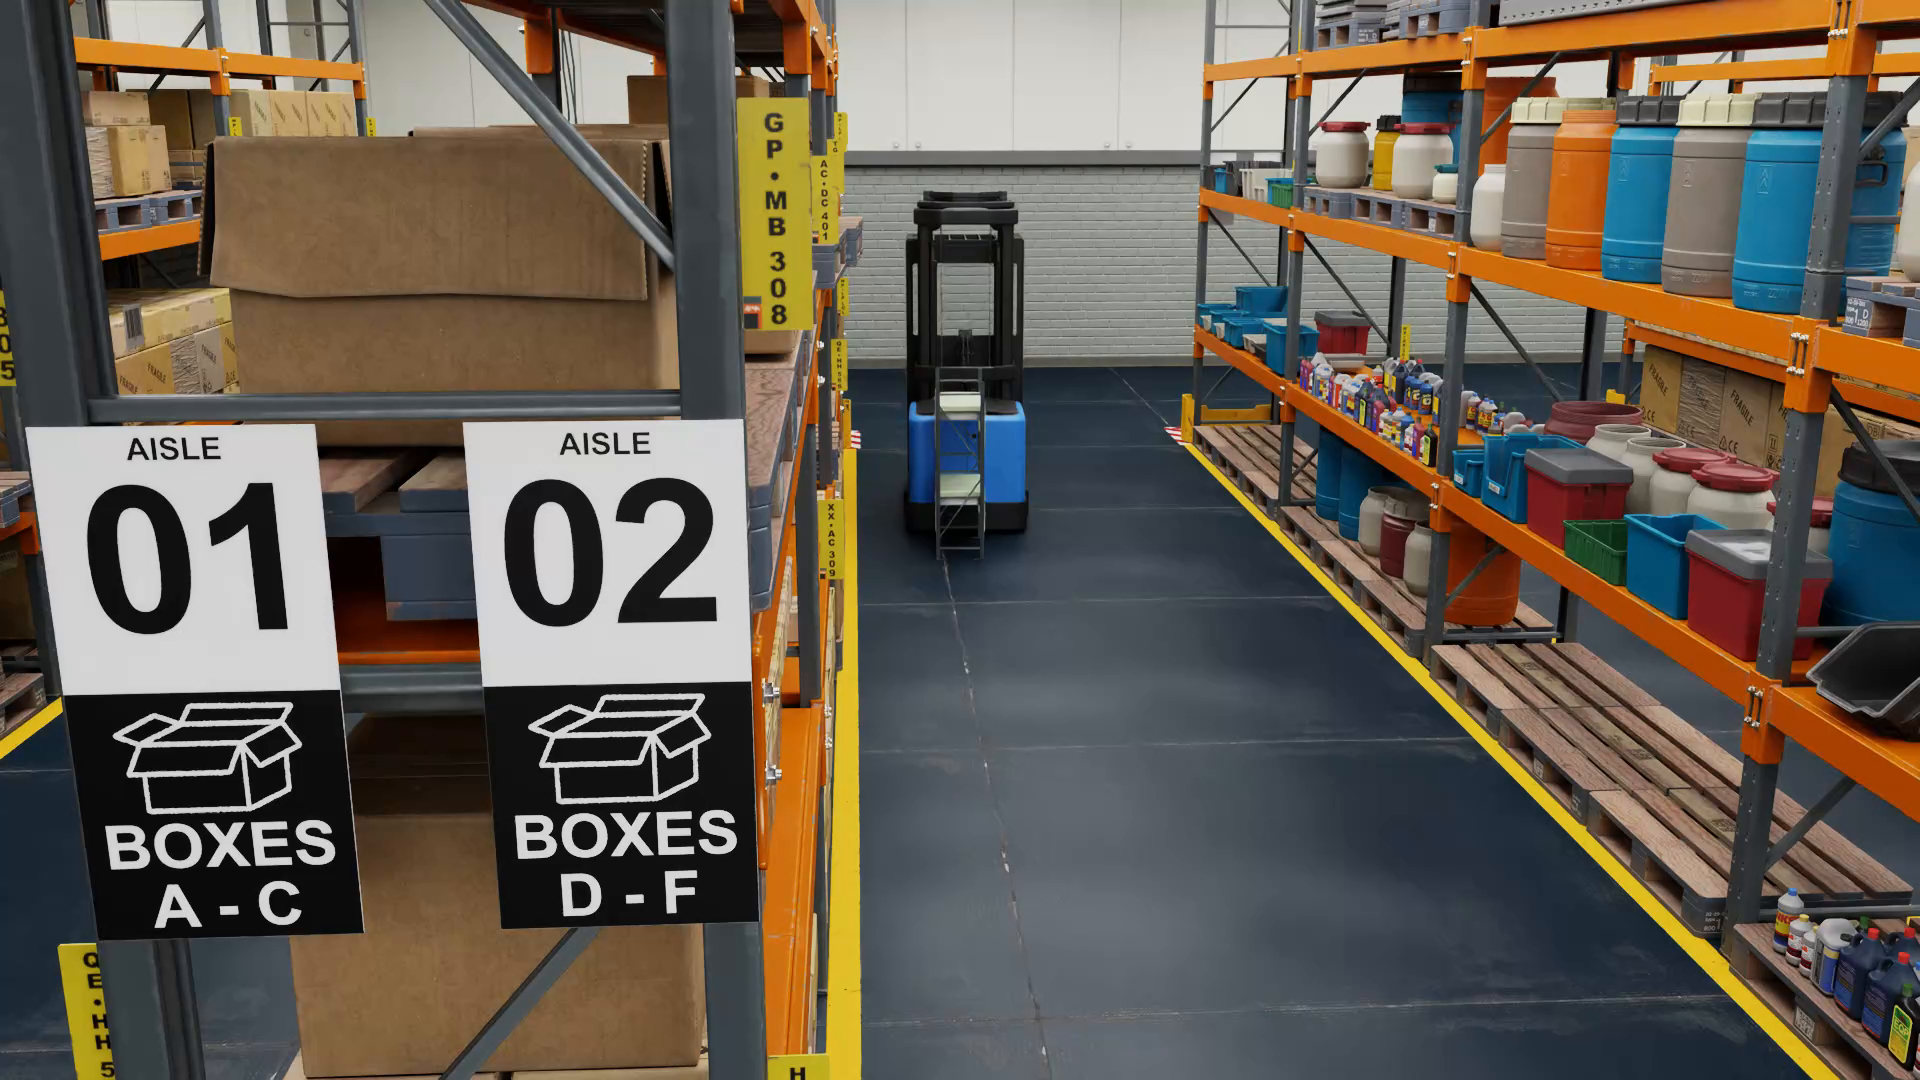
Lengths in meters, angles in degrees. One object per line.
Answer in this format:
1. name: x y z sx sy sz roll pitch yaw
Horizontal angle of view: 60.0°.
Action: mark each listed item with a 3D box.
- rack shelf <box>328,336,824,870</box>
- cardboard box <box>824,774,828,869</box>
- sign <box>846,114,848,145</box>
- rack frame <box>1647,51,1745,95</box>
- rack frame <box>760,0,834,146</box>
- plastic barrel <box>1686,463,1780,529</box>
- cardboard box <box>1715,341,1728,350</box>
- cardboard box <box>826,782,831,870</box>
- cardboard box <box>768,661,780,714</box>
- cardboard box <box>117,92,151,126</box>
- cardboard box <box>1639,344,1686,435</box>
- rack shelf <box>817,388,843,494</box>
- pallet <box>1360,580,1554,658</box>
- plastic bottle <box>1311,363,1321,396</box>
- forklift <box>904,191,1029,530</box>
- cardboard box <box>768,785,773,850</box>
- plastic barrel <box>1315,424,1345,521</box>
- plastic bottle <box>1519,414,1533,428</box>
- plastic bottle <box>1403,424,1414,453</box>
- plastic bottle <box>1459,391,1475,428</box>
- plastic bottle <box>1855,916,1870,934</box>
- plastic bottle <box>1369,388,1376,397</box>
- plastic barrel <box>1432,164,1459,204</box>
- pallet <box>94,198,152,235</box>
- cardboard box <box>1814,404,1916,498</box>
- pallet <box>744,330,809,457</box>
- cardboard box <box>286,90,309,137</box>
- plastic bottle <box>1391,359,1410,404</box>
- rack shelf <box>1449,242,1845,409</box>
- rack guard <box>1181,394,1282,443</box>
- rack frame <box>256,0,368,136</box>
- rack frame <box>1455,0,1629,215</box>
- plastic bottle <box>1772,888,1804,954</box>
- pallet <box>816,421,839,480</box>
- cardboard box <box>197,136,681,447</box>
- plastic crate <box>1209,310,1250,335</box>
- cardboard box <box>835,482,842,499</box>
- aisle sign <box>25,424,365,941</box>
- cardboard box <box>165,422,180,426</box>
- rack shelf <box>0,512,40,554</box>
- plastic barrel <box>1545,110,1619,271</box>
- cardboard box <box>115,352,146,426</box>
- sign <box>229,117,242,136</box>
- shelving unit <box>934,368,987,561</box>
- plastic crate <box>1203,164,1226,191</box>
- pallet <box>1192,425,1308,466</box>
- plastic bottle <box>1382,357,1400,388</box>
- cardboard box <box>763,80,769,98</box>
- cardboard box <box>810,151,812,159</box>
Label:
1. rack shelf: -0.941 -0.142 4.483 1.077 0.370 4.000 -1 14 -3
2. cardboard box: -0.841 1.215 7.335 0.500 0.311 0.500 -1 14 -3
3. sign: -1.253 -4.405 17.829 0.100 0.325 0.005 -1 14 -3
4. rack frame: 8.080 -5.577 18.142 1.000 3.000 0.127 -1 14 -3
5. rack frame: -1.560 -4.430 13.685 1.000 3.000 0.127 -1 14 -3
6. plastic barrel: 3.994 -0.100 8.624 0.433 0.535 0.433 0 14 0
7. cardboard box: 7.887 -2.009 16.818 0.380 0.149 0.250 -1 14 -3
8. cardboard box: -0.873 1.362 7.889 0.500 0.250 0.500 -1 14 -2
9. cardboard box: -0.757 0.482 5.129 0.380 0.149 0.250 0 14 -2
10. cardboard box: -6.580 -3.304 12.739 0.500 0.250 0.500 0 14 1
11. cardboard box: 8.199 -1.688 18.488 0.875 0.875 0.875 -1 14 -3
12. rack shelf: -1.436 -0.679 12.589 1.077 0.370 4.000 -1 14 -3
13. pallet: 3.541 0.550 11.967 1.003 0.211 1.213 -1 14 -3
14. plastic bottle: 3.021 -1.354 14.029 0.097 0.271 0.097 0 14 0
15. forklift: 0.040 -1.818 15.711 1.130 2.935 3.031 0 14 -1
16. cardboard box: -0.964 0.783 5.264 0.700 0.500 0.500 -1 14 -3
17. plastic barrel: 3.401 -0.652 14.408 0.600 0.901 0.708 -1 14 -3
18. plastic bottle: 3.953 -0.744 11.632 0.061 0.283 0.133 -1 14 -3
19. plastic bottle: 3.172 -0.714 11.680 0.097 0.201 0.097 0 14 0
20. plastic bottle: 3.842 -1.003 12.653 0.152 0.276 0.135 -1 14 -3
21. plastic bottle: 3.615 1.656 6.639 0.061 0.283 0.133 -1 14 -3
22. plastic bottle: 3.151 -1.007 12.656 0.061 0.283 0.133 -1 14 -3
23. plastic barrel: 3.419 -2.459 11.479 0.301 0.262 0.301 0 14 0
24. pallet: -6.421 -2.251 11.615 1.003 0.211 1.213 0 14 -1
25. cardboard box: 8.387 -0.692 14.618 1.225 0.875 0.875 -1 14 -3
26. pallet: -0.913 -0.431 4.338 1.003 0.211 1.213 -1 14 -3
27. cardboard box: -6.342 -3.874 15.298 0.500 0.500 0.500 -1 14 -3
28. plastic bottle: 3.635 -1.305 13.676 0.144 0.351 0.185 -1 14 -3
29. rack shelf: 3.756 -1.212 8.643 1.077 0.370 4.000 -1 14 -3
30. rack guard: 3.122 -1.390 18.927 1.175 0.500 0.348 -1 14 -3
31. rack frame: -6.752 -5.348 17.251 1.000 3.000 0.127 -1 14 -3
32. rack frame: 3.632 -3.511 10.112 1.000 3.000 0.127 -1 14 -3
33. plastic bottle: 3.462 1.584 6.944 0.097 0.271 0.097 0 14 0
34. pallet: -1.424 -0.604 11.241 1.213 0.211 1.003 -1 14 -3
35. cardboard box: -0.848 -0.457 2.933 0.797 0.503 0.637 0 14 0
36. plastic crate: 2.864 -2.313 17.711 0.416 0.233 0.300 -1 14 -3
37. cardboard box: -1.191 -0.161 13.266 0.500 0.500 0.500 -1 14 -3
38. aisle sign: -1.106 0.222 2.428 0.394 0.787 0.004 -1 14 -3
39. cardboard box: -6.166 -0.939 12.620 0.380 0.149 0.250 -1 14 -5
40. rack shelf: -6.132 0.393 8.422 1.077 0.370 4.000 -1 14 -3
41. plastic barrel: 3.507 -1.896 8.994 0.600 0.830 0.708 -1 14 -3
42. cardboard box: -6.084 -1.033 11.685 0.500 0.500 0.500 -1 14 -4
43. sign: -5.963 -3.314 13.696 0.100 0.325 0.005 -1 14 -3
44. shelving unit: -0.004 -0.648 14.037 0.431 1.500 0.755 0 14 -1
45. plastic crate: 2.882 -3.884 17.846 0.497 0.269 0.590 -1 14 -3
46. pallet: 3.148 -1.039 18.141 1.003 0.211 1.213 -1 14 -3
47. plastic bottle: 3.731 -1.447 14.380 0.152 0.276 0.135 -1 14 -3
48. cardboard box: -1.122 -1.777 7.347 0.500 0.500 0.500 1 14 2
49. cardboard box: -1.342 -3.272 14.500 0.500 0.250 0.500 -1 14 -3
